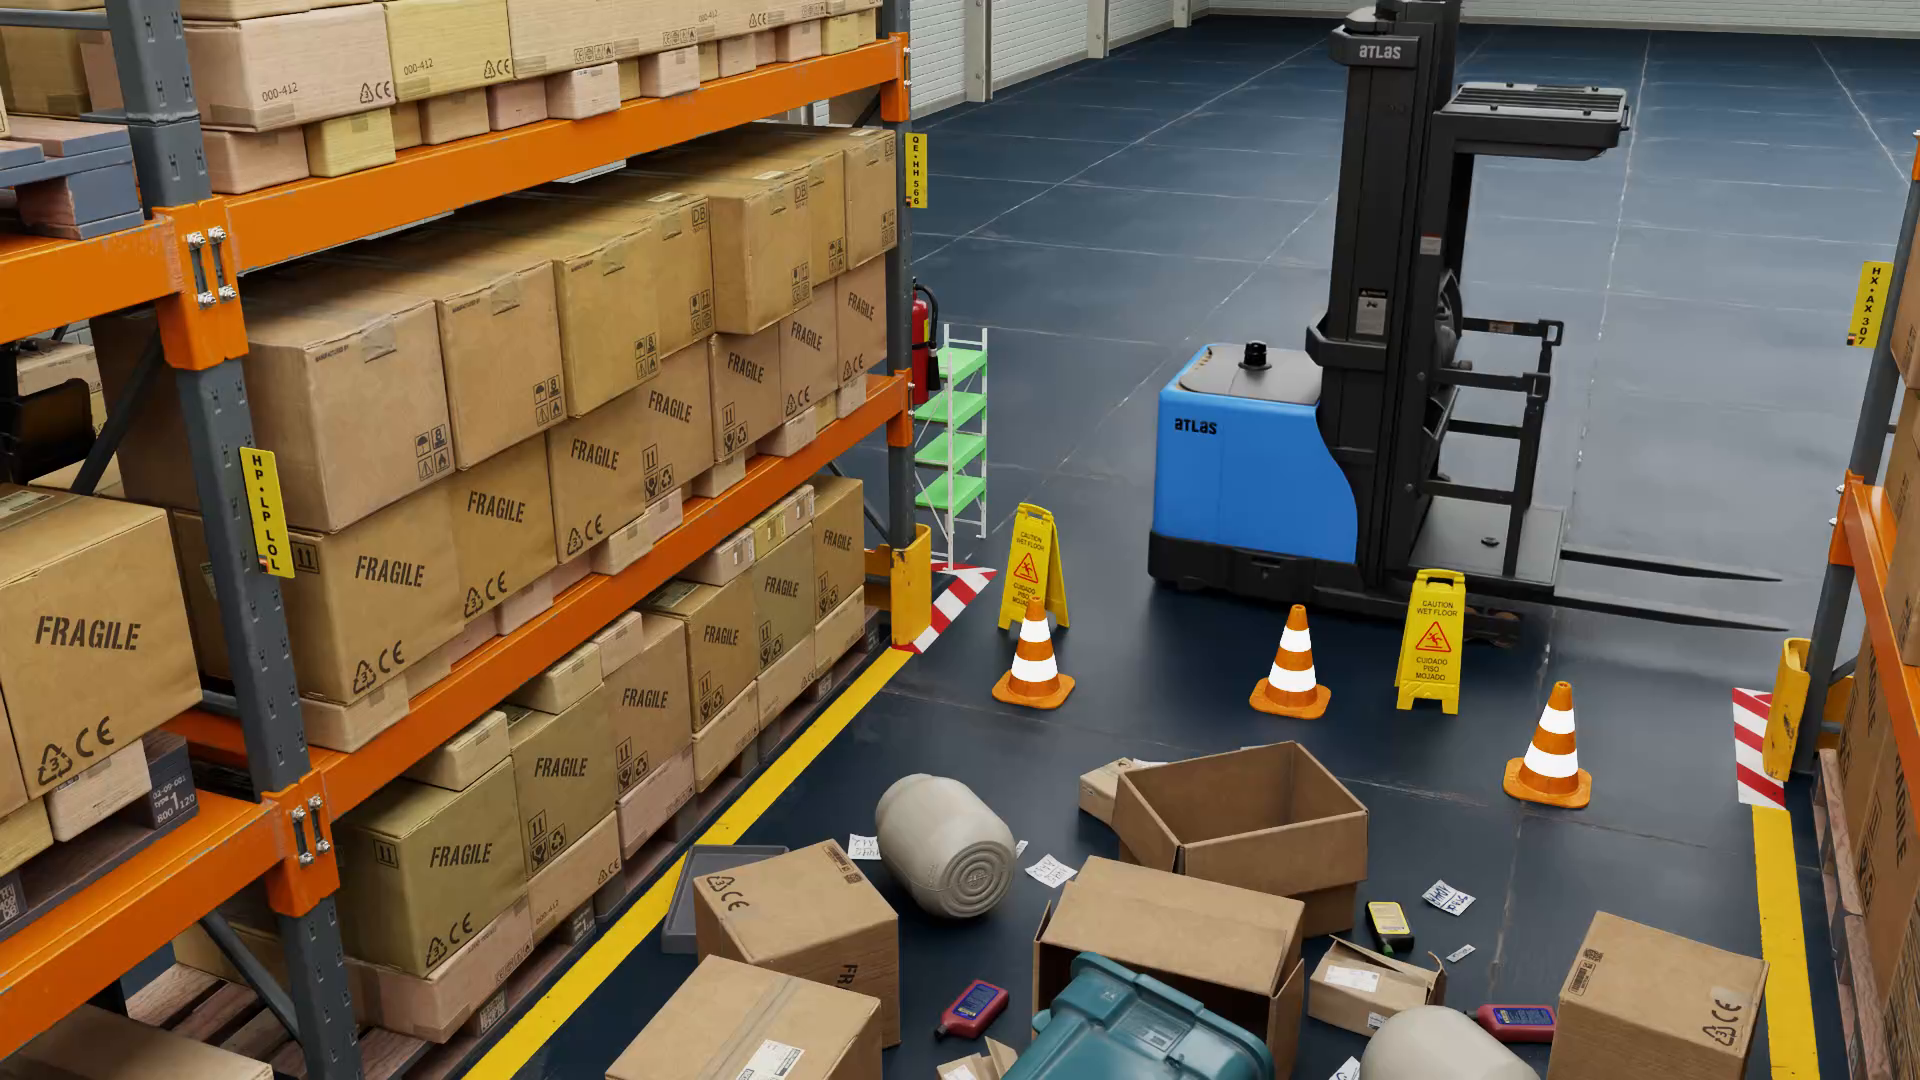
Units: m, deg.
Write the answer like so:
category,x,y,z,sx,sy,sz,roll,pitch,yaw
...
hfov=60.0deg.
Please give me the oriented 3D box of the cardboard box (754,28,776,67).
category,x,y,z,sx,sy,sz,roll,pitch,yaw
cardboard box,-0.922,-1.875,6.281,0.380,0.149,0.250,9,24,20

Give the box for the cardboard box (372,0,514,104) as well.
category,x,y,z,sx,sy,sz,roll,pitch,yaw
cardboard box,-1.586,-1.364,4.541,0.500,0.250,0.500,9,24,20

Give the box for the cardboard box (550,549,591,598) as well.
category,x,y,z,sx,sy,sz,roll,pitch,yaw
cardboard box,-1.461,0.061,5.539,0.380,0.149,0.250,9,24,20

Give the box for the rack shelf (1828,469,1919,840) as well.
category,x,y,z,sx,sy,sz,roll,pitch,yaw
rack shelf,3.190,0.681,4.662,1.077,0.370,4.000,9,24,20

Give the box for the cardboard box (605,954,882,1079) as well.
category,x,y,z,sx,sy,sz,roll,pitch,yaw
cardboard box,-0.523,1.440,4.171,0.500,0.500,0.500,9,24,20

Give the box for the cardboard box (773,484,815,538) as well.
category,x,y,z,sx,sy,sz,roll,pitch,yaw
cardboard box,-0.830,-0.145,6.913,0.380,0.149,0.250,10,24,22

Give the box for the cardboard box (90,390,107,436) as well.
category,x,y,z,sx,sy,sz,roll,pitch,yaw
cardboard box,-5.201,-0.685,9.373,0.500,0.250,0.500,8,24,19

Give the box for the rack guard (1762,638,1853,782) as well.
category,x,y,z,sx,sy,sz,roll,pitch,yaw
rack guard,3.942,0.778,6.739,1.175,0.500,0.348,9,24,20

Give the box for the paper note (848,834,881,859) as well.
category,x,y,z,sx,sy,sz,roll,pitch,yaw
paper note,-0.357,1.177,6.393,0.142,0.019,0.148,1,23,2

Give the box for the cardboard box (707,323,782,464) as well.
category,x,y,z,sx,sy,sz,roll,pitch,yaw
cardboard box,-1.026,-0.632,6.356,0.500,0.500,0.500,9,24,20

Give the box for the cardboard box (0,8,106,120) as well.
category,x,y,z,sx,sy,sz,roll,pitch,yaw
cardboard box,-2.272,-1.257,4.285,0.500,0.250,0.500,9,24,20

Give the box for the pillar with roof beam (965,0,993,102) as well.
category,x,y,z,sx,sy,sz,roll,pitch,yaw
pillar with roof beam,4.277,-10.222,22.046,9.100,9.000,0.400,9,24,20

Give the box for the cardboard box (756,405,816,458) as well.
category,x,y,z,sx,sy,sz,roll,pitch,yaw
cardboard box,-0.815,-0.467,6.803,0.380,0.149,0.250,9,24,21

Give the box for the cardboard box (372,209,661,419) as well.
category,x,y,z,sx,sy,sz,roll,pitch,yaw
cardboard box,-1.400,-0.735,5.304,0.700,0.500,0.500,8,24,19

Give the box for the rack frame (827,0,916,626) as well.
category,x,y,z,sx,sy,sz,roll,pitch,yaw
rack frame,-0.701,-1.039,7.846,1.000,3.000,0.127,9,24,20

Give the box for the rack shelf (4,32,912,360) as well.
category,x,y,z,sx,sy,sz,roll,pitch,yaw
rack shelf,-1.444,-1.376,5.694,1.077,0.370,4.000,9,24,20

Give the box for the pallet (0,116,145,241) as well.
category,x,y,z,sx,sy,sz,roll,pitch,yaw
pallet,-2.515,-0.700,3.385,1.213,0.211,1.003,9,24,20

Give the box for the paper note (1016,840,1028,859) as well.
category,x,y,z,sx,sy,sz,roll,pitch,yaw
paper note,0.228,1.189,6.390,0.032,0.001,0.123,9,24,20

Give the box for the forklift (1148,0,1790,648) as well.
category,x,y,z,sx,sy,sz,roll,pitch,yaw
forklift,2.548,-1.067,8.001,3.031,2.935,1.130,9,24,20

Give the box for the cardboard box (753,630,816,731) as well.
category,x,y,z,sx,sy,sz,roll,pitch,yaw
cardboard box,-0.951,0.548,7.070,0.500,0.250,0.500,9,24,20

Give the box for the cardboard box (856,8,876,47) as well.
category,x,y,z,sx,sy,sz,roll,pitch,yaw
cardboard box,-0.574,-2.140,6.915,0.380,0.149,0.250,9,24,20

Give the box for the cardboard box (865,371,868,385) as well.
category,x,y,z,sx,sy,sz,roll,pitch,yaw
cardboard box,-0.641,-0.759,7.501,0.380,0.149,0.250,10,25,22

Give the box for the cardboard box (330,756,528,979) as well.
category,x,y,z,sx,sy,sz,roll,pitch,yaw
cardboard box,-1.717,0.949,5.137,0.500,0.500,0.500,10,25,23

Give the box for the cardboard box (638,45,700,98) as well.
category,x,y,z,sx,sy,sz,roll,pitch,yaw
cardboard box,-1.103,-1.584,5.584,0.380,0.149,0.250,8,24,19

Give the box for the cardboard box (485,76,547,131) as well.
category,x,y,z,sx,sy,sz,roll,pitch,yaw
cardboard box,-1.465,-1.321,4.954,0.380,0.149,0.250,8,24,18

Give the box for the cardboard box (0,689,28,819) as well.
category,x,y,z,sx,sy,sz,roll,pitch,yaw
cardboard box,-2.328,0.391,3.362,0.500,0.500,0.500,9,24,20

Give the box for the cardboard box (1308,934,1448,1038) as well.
category,x,y,z,sx,sy,sz,roll,pitch,yaw
cardboard box,1.375,1.447,5.440,0.396,0.266,0.258,13,26,29

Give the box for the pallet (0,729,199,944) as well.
category,x,y,z,sx,sy,sz,roll,pitch,yaw
pallet,-2.605,0.733,3.852,1.003,0.211,1.213,9,24,20

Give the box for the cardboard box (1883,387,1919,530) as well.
category,x,y,z,sx,sy,sz,roll,pitch,yaw
cardboard box,3.837,-0.297,5.874,0.875,0.550,0.550,9,24,20

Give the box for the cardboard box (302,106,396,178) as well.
category,x,y,z,sx,sy,sz,roll,pitch,yaw
cardboard box,-1.691,-1.038,4.277,0.380,0.149,0.250,9,24,20

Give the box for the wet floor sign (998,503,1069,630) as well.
category,x,y,z,sx,sy,sz,roll,pitch,yaw
wet floor sign,0.363,0.132,8.096,0.267,0.644,0.232,19,29,38

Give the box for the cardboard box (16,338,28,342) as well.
category,x,y,z,sx,sy,sz,roll,pitch,yaw
cardboard box,-5.665,-0.990,9.454,0.500,0.250,0.500,8,24,19

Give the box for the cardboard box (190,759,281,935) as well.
category,x,y,z,sx,sy,sz,roll,pitch,yaw
cardboard box,-2.216,0.871,5.323,0.500,0.500,0.500,8,24,19

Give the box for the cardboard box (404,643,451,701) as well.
category,x,y,z,sx,sy,sz,roll,pitch,yaw
cardboard box,-1.726,0.343,4.862,0.380,0.149,0.250,10,24,22

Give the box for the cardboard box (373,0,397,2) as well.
category,x,y,z,sx,sy,sz,roll,pitch,yaw
cardboard box,-1.590,-1.500,4.350,0.380,0.149,0.250,8,24,18

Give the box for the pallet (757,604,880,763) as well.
category,x,y,z,sx,sy,sz,roll,pitch,yaw
pallet,-1.064,0.560,7.635,1.003,0.211,1.213,9,24,20

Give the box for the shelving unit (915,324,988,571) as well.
category,x,y,z,sx,sy,sz,roll,pitch,yaw
shelving unit,-0.061,-0.494,8.877,0.258,1.200,0.503,9,24,20

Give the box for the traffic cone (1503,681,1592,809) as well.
category,x,y,z,sx,sy,sz,roll,pitch,yaw
traffic cone,2.417,0.791,6.757,0.336,0.463,0.334,9,24,20

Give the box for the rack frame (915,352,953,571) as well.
category,x,y,z,sx,sy,sz,roll,pitch,yaw
rack frame,-0.152,-0.407,8.668,0.240,1.200,0.015,9,24,20

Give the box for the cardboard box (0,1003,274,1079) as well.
category,x,y,z,sx,sy,sz,roll,pitch,yaw
cardboard box,-2.379,1.599,4.395,0.950,0.372,0.625,9,24,21

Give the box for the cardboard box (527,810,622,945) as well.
category,x,y,z,sx,sy,sz,roll,pitch,yaw
cardboard box,-1.529,1.102,5.743,0.500,0.250,0.500,10,25,23

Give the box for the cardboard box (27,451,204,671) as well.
category,x,y,z,sx,sy,sz,roll,pitch,yaw
cardboard box,-2.252,0.014,4.809,0.500,0.500,0.500,8,24,19

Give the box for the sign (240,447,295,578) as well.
category,x,y,z,sx,sy,sz,roll,pitch,yaw
sign,-1.670,-0.064,4.009,0.100,0.325,0.005,9,24,20

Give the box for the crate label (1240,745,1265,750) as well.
category,x,y,z,sx,sy,sz,roll,pitch,yaw
crate label,1.260,0.948,6.804,0.250,0.136,0.298,-3,23,-8

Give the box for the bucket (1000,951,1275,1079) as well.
category,x,y,z,sx,sy,sz,roll,pitch,yaw
bucket,0.357,1.495,4.054,0.726,0.611,0.620,19,39,38

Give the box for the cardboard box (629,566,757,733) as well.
category,x,y,z,sx,sy,sz,roll,pitch,yaw
cardboard box,-1.141,0.380,6.497,0.500,0.500,0.500,8,24,19

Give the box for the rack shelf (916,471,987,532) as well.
category,x,y,z,sx,sy,sz,roll,pitch,yaw
rack shelf,-0.061,-0.214,8.994,0.258,0.148,0.480,9,24,20

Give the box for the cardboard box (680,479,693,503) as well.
category,x,y,z,sx,sy,sz,roll,pitch,yaw
cardboard box,-1.227,-0.215,6.198,0.380,0.149,0.250,9,24,20

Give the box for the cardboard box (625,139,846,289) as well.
category,x,y,z,sx,sy,sz,roll,pitch,yaw
cardboard box,-0.883,-1.290,6.634,0.700,0.500,0.500,9,24,21

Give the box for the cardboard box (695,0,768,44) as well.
category,x,y,z,sx,sy,sz,roll,pitch,yaw
cardboard box,-1.017,-1.904,5.833,0.500,0.250,0.500,9,24,22

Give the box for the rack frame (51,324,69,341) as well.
category,x,y,z,sx,sy,sz,roll,pitch,yaw
rack frame,-5.311,-1.749,9.545,1.000,3.000,0.127,9,24,20

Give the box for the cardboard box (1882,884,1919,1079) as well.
category,x,y,z,sx,sy,sz,roll,pitch,yaw
cardboard box,3.077,1.313,4.427,0.875,0.875,0.875,9,24,20

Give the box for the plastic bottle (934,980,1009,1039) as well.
category,x,y,z,sx,sy,sz,roll,pitch,yaw
plastic bottle,0.034,1.555,5.449,0.133,0.061,0.283,13,26,29

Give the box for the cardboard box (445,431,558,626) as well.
category,x,y,z,sx,sy,sz,roll,pitch,yaw
cardboard box,-1.599,-0.092,5.062,0.500,0.500,0.500,9,24,20

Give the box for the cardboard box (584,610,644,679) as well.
category,x,y,z,sx,sy,sz,roll,pitch,yaw
cardboard box,-1.328,0.332,5.771,0.380,0.149,0.250,10,25,23
